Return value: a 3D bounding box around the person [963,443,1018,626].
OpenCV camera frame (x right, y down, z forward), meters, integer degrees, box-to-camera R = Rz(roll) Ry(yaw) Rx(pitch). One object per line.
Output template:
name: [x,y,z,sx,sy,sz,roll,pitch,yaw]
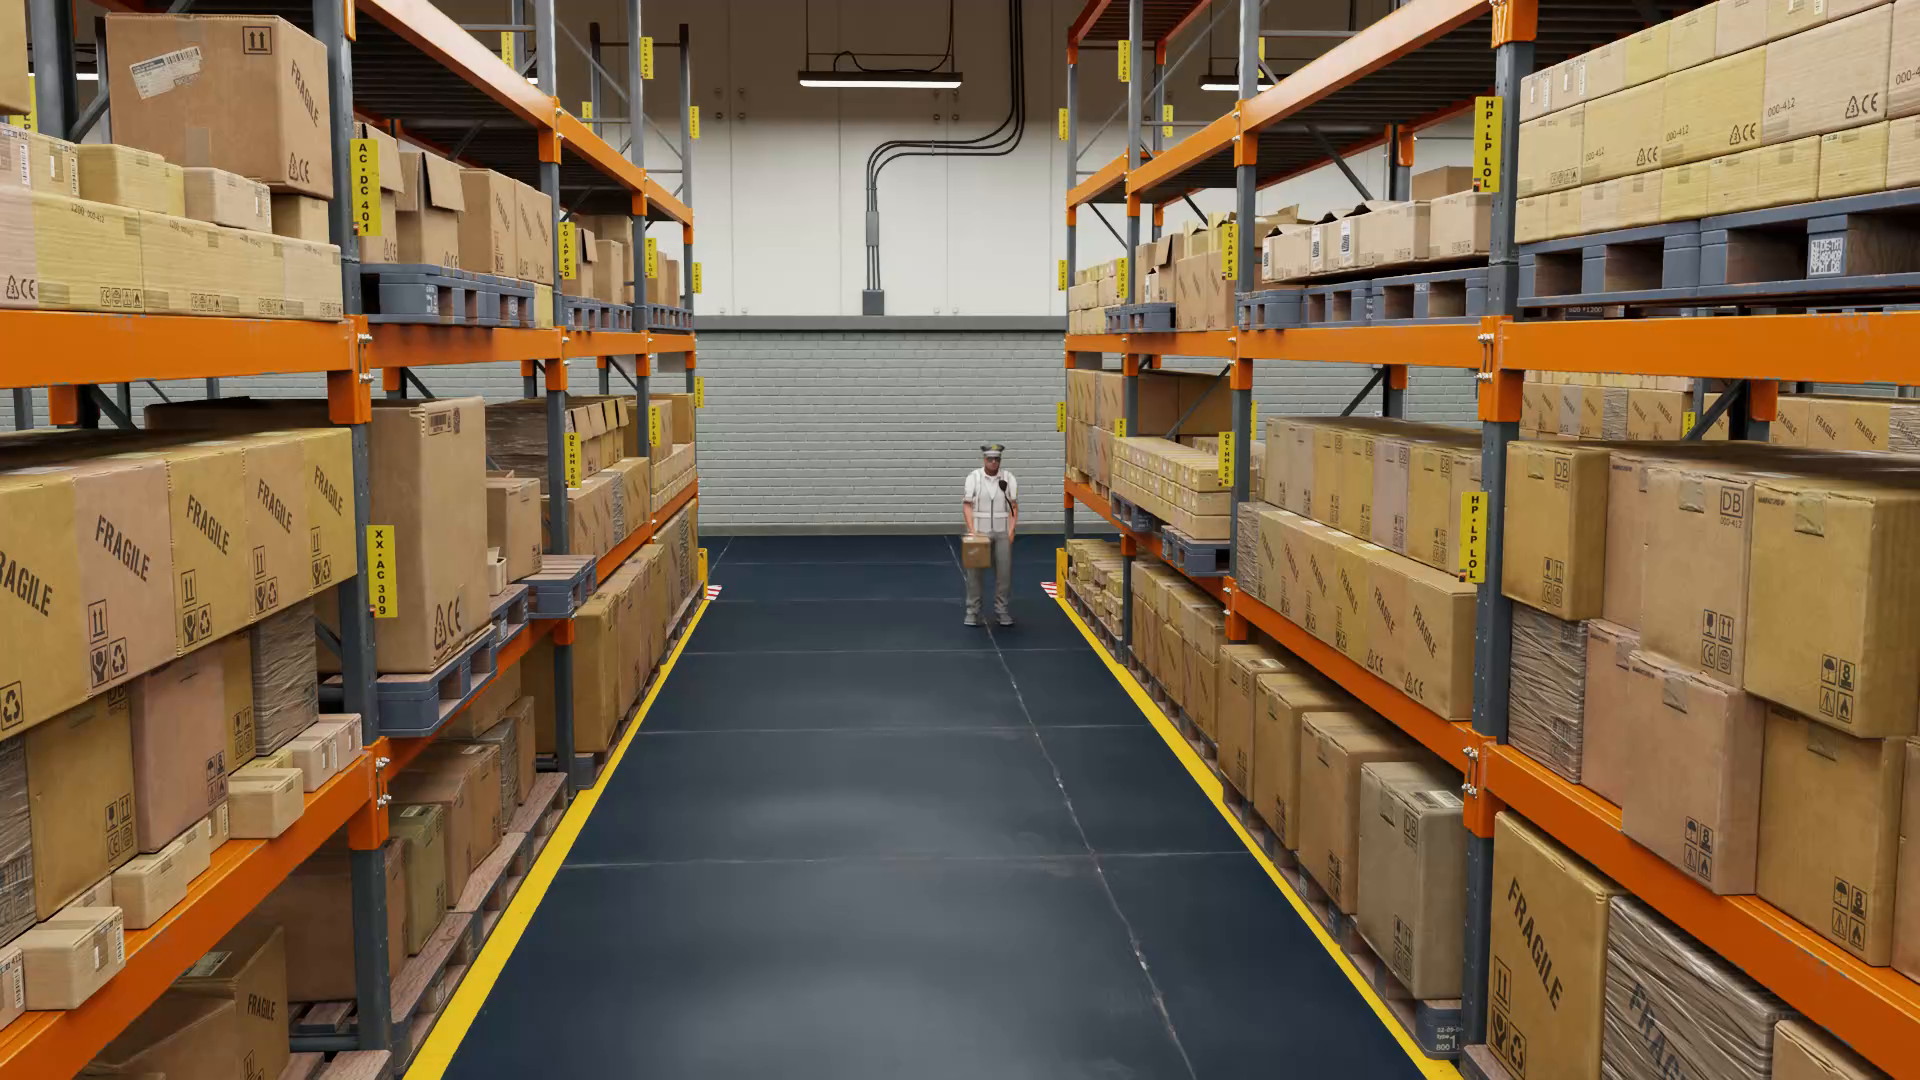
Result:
person: [0.299,-0.062,16.158,0.542,1.765,0.456,-1,7,-6]
